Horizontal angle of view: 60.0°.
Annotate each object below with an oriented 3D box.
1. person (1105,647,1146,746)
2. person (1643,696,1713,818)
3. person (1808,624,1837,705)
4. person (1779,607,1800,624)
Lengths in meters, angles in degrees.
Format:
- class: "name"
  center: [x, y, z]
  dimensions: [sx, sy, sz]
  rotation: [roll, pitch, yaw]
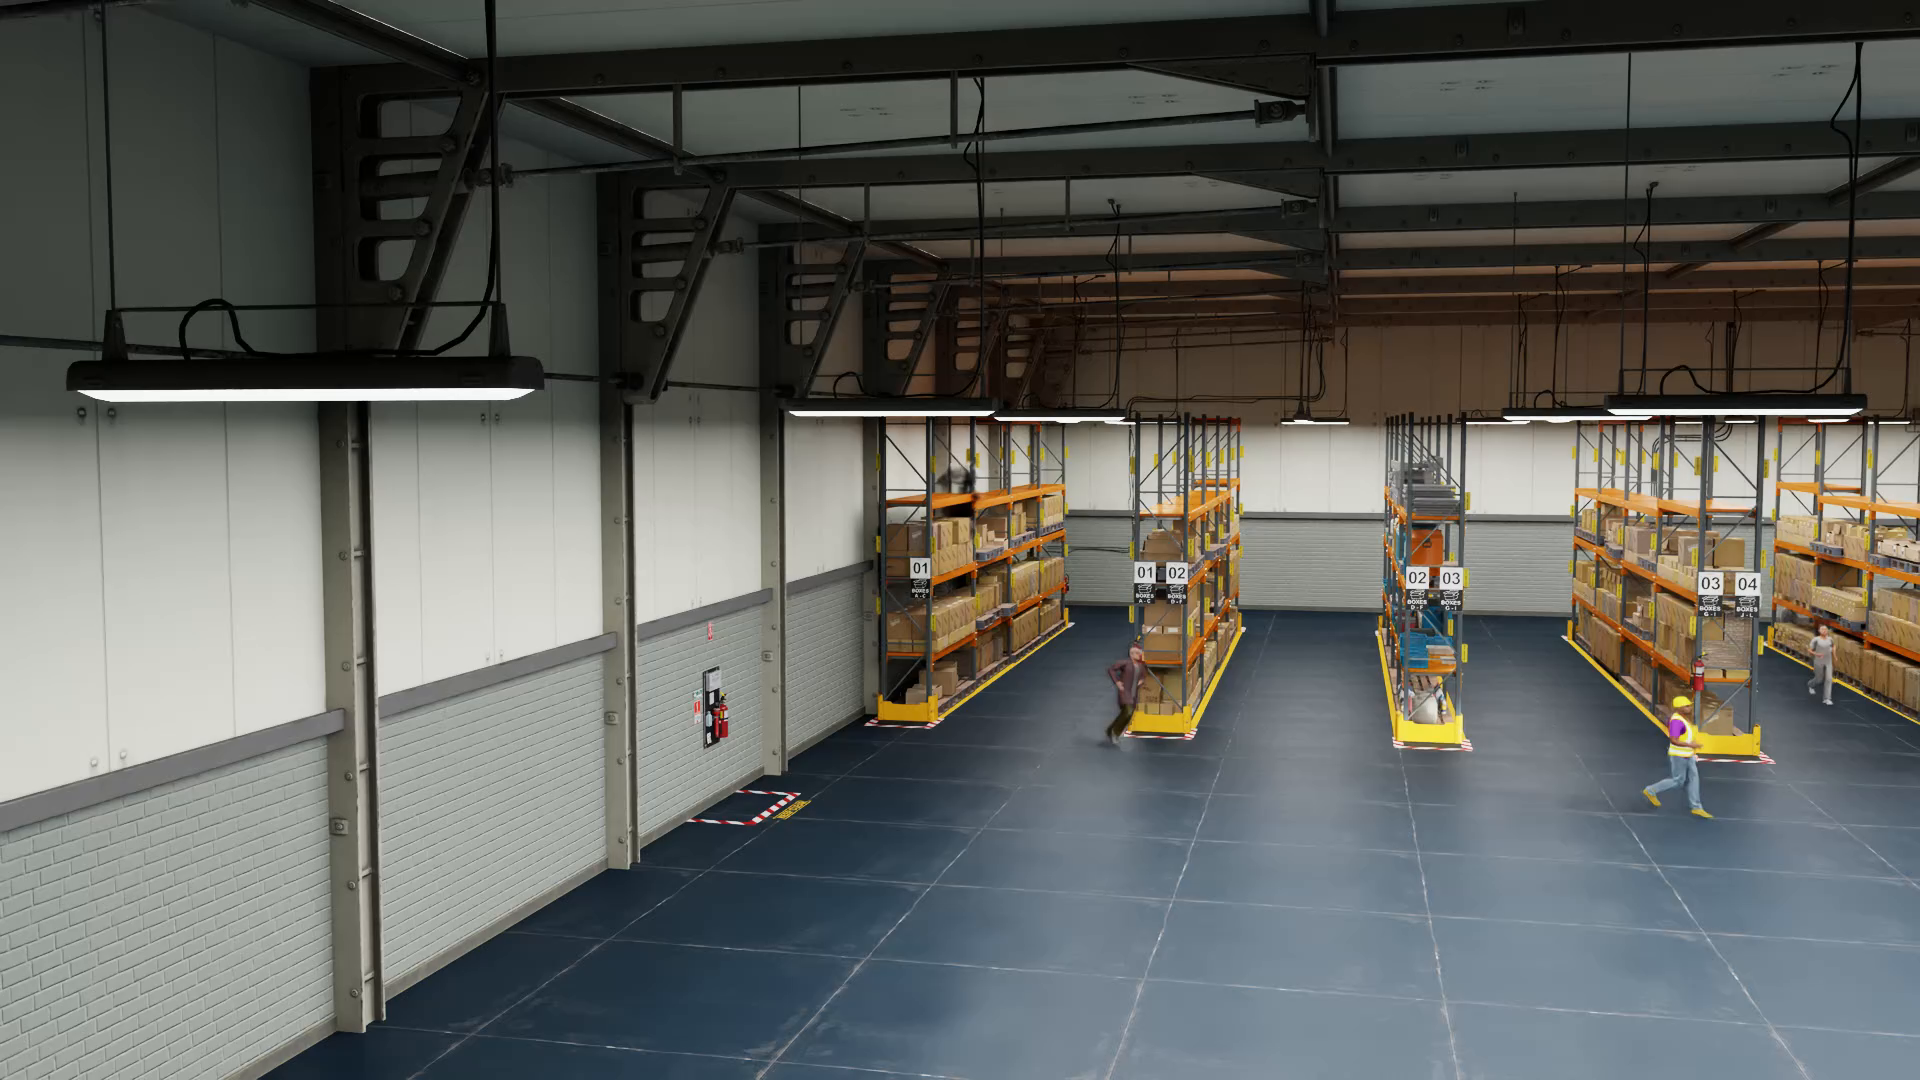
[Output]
- class: "person"
  center: [3.030, 2.827, 30.175]
  dimensions: [0.752, 1.771, 0.707]
  rotation: [-3, 5, -38]
- class: "person"
  center: [10.602, 3.181, 24.499]
  dimensions: [0.963, 1.772, 0.700]
  rotation: [3, 5, 36]
- class: "person"
  center: [17.934, 2.559, 34.539]
  dimensions: [0.584, 1.633, 0.970]
  rotation: [0, 4, 7]
- class: "person"
  center: [22.322, 1.809, 44.828]
  dimensions: [0.699, 1.716, 0.930]
  rotation: [-3, 5, -36]
